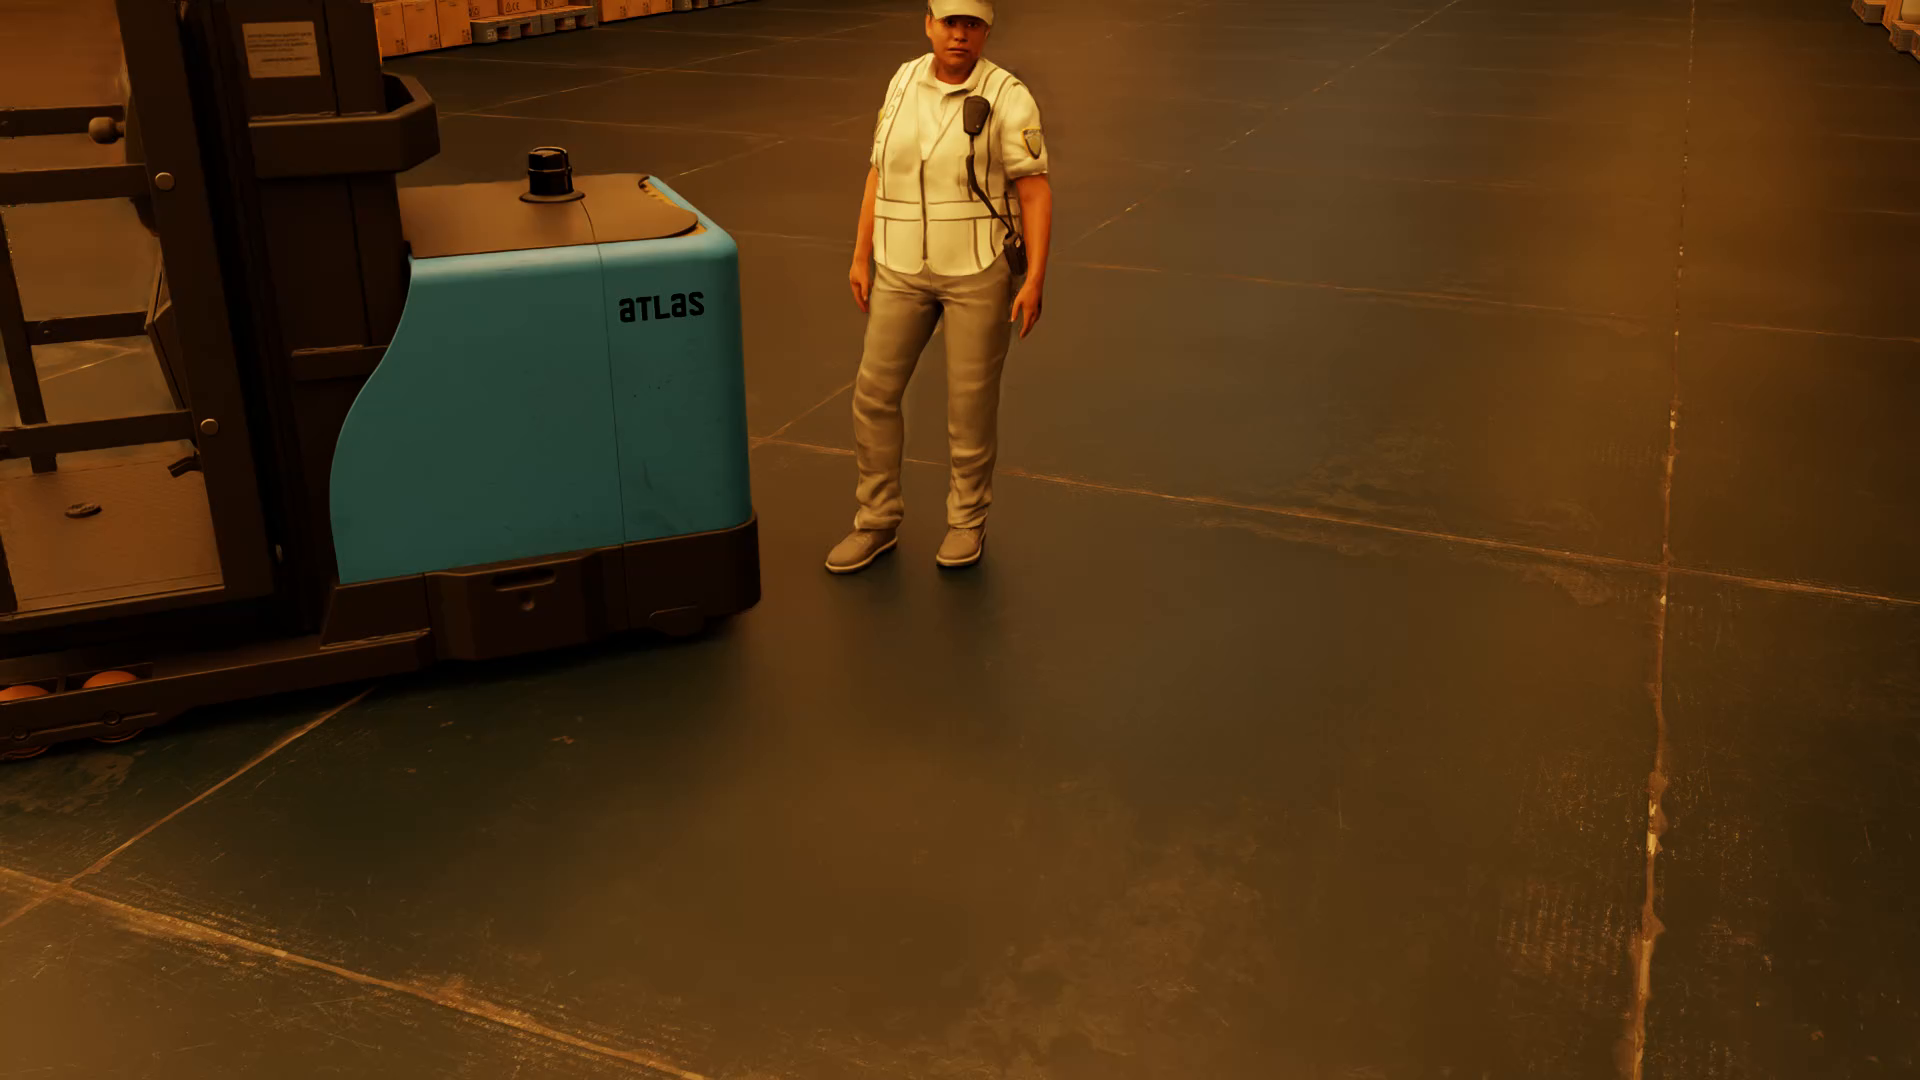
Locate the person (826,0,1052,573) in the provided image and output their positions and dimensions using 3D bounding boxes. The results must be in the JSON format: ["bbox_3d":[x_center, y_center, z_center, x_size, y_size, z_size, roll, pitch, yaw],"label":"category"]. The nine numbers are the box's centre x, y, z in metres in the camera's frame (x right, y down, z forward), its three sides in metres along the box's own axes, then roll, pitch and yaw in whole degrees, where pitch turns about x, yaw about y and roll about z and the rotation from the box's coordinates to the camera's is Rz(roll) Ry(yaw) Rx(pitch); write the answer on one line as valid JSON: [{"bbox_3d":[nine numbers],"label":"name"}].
[{"bbox_3d":[-0.049,-0.722,4.671,0.601,1.663,0.513,8,24,18],"label":"person"}]

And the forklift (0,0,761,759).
[{"bbox_3d":[-2.111,-1.074,3.862,3.031,2.935,1.130,-9,24,-20],"label":"forklift"}]
